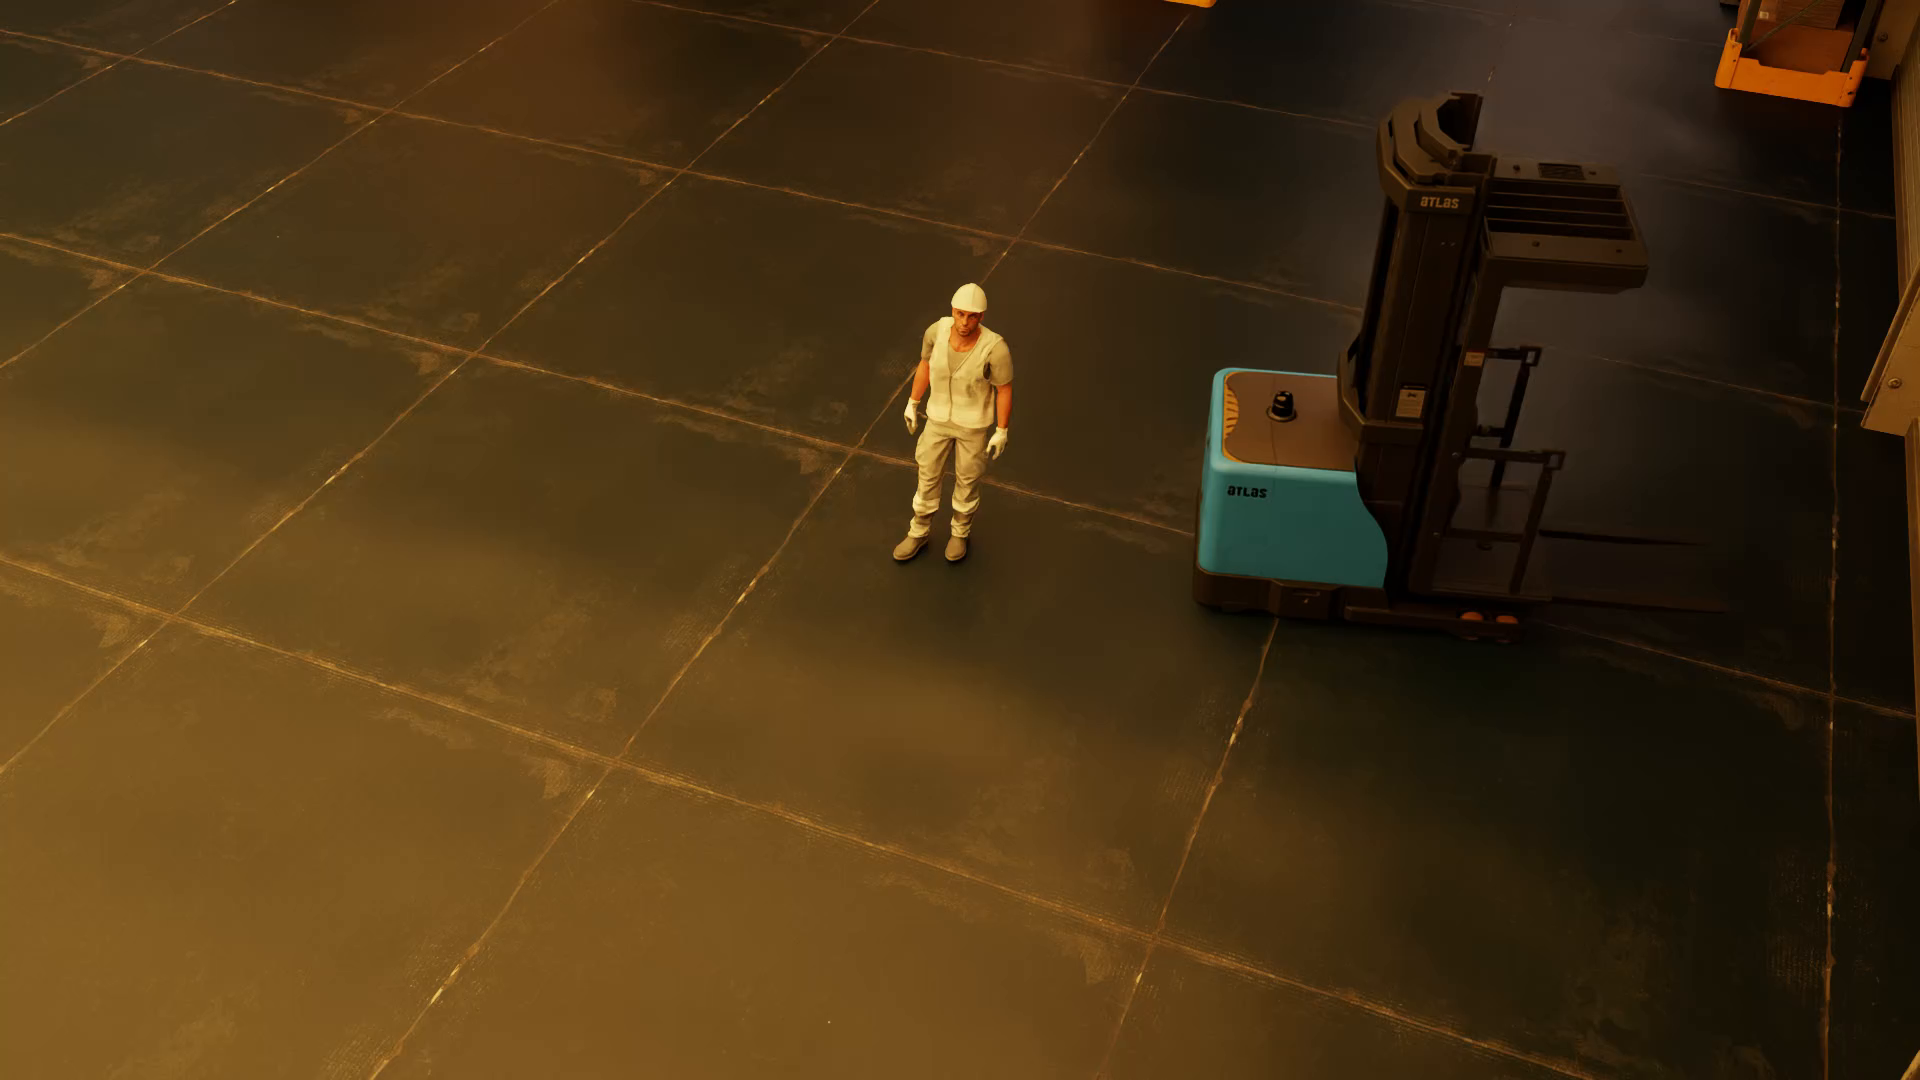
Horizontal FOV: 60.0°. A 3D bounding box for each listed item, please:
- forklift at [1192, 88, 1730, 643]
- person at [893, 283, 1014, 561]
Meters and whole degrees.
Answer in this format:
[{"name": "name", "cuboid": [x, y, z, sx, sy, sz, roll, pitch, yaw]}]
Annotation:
[{"name": "forklift", "cuboid": [2.928, -0.895, 9.076, 3.031, 2.935, 1.130, 5, 40, 6]}, {"name": "person", "cuboid": [-0.041, -0.646, 9.657, 0.638, 1.789, 0.562, 15, 42, 17]}]
